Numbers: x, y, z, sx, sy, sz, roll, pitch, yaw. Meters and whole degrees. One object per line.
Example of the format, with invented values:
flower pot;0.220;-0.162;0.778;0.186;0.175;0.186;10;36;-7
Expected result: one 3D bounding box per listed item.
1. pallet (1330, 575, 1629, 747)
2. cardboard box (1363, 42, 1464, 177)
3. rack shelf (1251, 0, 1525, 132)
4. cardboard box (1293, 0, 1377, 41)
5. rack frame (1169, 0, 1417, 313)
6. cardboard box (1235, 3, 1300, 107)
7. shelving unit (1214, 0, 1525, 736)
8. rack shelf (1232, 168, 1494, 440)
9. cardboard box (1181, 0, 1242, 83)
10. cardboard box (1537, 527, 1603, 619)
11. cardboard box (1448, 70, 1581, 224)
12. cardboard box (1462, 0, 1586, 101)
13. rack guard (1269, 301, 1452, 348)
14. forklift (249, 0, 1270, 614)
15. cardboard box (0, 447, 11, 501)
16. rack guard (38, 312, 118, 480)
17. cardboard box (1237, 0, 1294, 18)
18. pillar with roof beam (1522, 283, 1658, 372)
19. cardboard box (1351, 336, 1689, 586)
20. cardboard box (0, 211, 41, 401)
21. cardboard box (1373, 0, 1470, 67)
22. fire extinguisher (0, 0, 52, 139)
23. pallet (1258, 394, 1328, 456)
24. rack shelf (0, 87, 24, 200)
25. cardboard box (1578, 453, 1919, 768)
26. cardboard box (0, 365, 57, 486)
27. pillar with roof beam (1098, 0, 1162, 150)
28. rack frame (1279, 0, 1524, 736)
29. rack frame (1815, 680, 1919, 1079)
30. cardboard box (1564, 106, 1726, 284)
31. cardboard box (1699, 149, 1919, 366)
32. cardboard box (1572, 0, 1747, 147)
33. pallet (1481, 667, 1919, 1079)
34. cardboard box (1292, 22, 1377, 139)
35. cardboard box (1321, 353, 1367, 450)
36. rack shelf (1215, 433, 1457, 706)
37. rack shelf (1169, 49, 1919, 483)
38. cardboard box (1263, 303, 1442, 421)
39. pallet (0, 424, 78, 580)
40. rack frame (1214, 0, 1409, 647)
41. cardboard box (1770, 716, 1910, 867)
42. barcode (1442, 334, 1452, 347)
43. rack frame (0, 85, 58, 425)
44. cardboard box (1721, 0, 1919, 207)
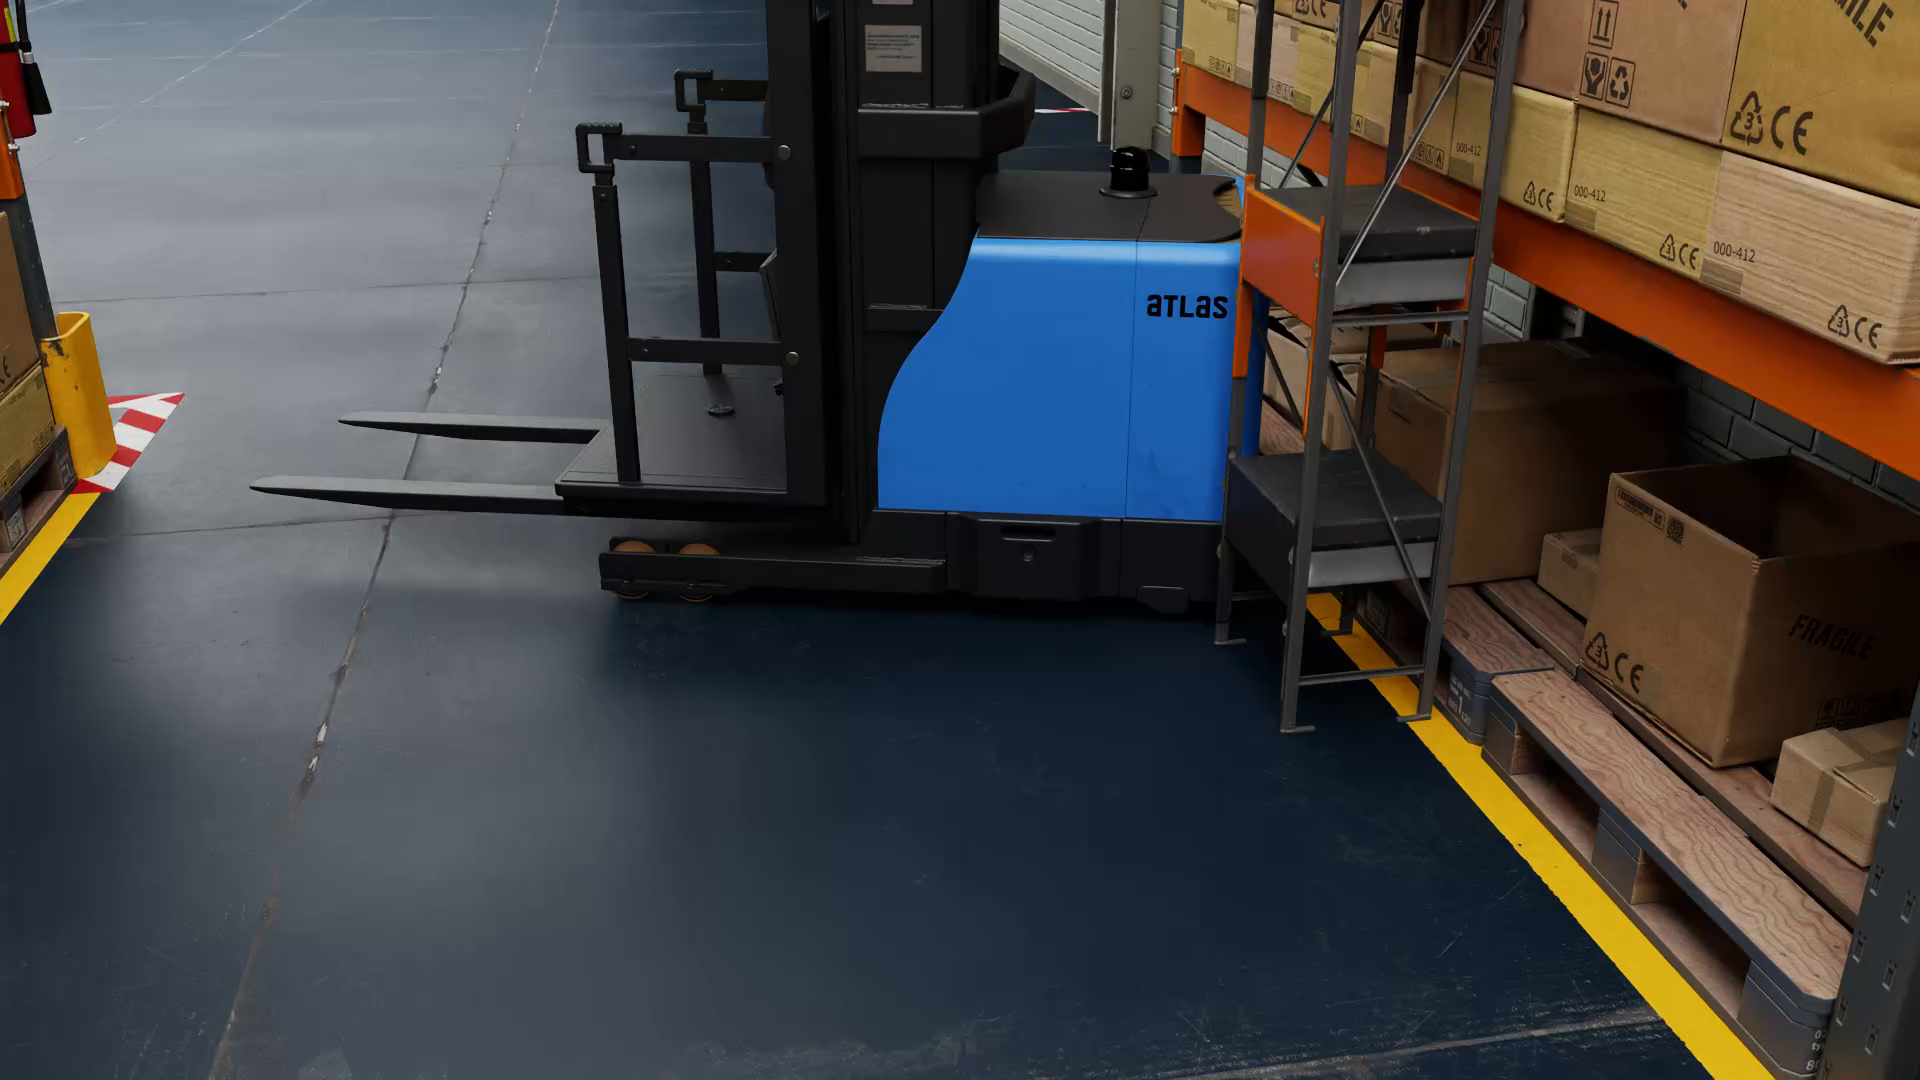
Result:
pallet;1.636;0.140;4.666;1.003;0.211;1.213;-4;24;-10
cardboard box;1.352;-1.091;4.163;0.500;0.250;0.500;-4;24;-9
rack shelf;0.945;-1.219;3.702;0.431;0.518;0.480;-5;24;-10
cardboard box;1.248;-1.644;4.492;0.500;0.500;0.500;-5;24;-11
rack frame;1.284;-1.969;6.011;1.000;3.000;0.127;-4;24;-10
cardboard box;1.173;-1.491;5.078;0.500;0.250;0.500;-5;24;-11
shelving unit;0.946;-0.590;3.977;0.431;2.100;0.503;-5;24;-10
rack shelf;0.946;-0.577;3.983;0.431;0.518;0.480;-5;24;-10
cardboard box;1.063;-1.694;5.543;0.500;0.250;0.500;-5;24;-11
cardboard box;1.748;0.079;4.335;0.380;0.149;0.250;-6;24;-14
cardboard box;1.446;-0.893;3.710;0.500;0.250;0.500;-4;24;-10
cardboard box;1.452;-1.238;3.561;0.500;0.500;0.500;-5;24;-11
rack guard;1.298;-0.794;6.442;1.175;0.500;0.348;-4;24;-10
forklift;-0.627;-1.370;4.724;3.031;2.935;1.130;2;24;5
cardboard box;-3.089;-0.148;4.753;0.500;0.250;0.500;-4;24;-10
rack guard;-3.588;-0.465;5.690;1.175;0.500;0.348;-4;24;-10
cardboard box;1.159;-1.848;4.959;0.500;0.500;0.500;-4;24;-10
pillar with roof beam;-1.967;-4.188;3.597;9.100;9.000;0.400;-4;24;-10
cardboard box;1.516;-0.230;4.602;0.700;0.500;0.500;-6;24;-13
cardboard box;-3.192;-0.688;5.051;0.500;0.500;0.500;-4;24;-10
cardboard box;1.355;-1.442;4.030;0.500;0.500;0.500;-4;24;-8
fire extinguisher;-3.149;-1.646;5.368;0.296;0.674;0.183;-4;24;-10
pallet;1.414;-0.339;5.763;1.003;0.211;1.213;-4;24;-10
rack shelf;-3.213;-0.485;3.511;1.077;0.370;4.000;-4;24;-10
cardboard box;1.793;0.143;3.748;0.500;0.500;0.500;-6;24;-14
cardboard box;-3.194;-0.344;5.201;0.500;0.250;0.500;-4;24;-10
pillar with roof beam;-3.076;-6.548;9.000;9.100;9.000;0.400;-4;24;-10
rack frame;0.994;-0.494;3.758;0.400;2.100;0.015;-5;24;-10
rack frame;2.021;-0.395;2.408;0.949;2.616;0.053;-4;24;-10
cardboard box;1.555;-0.697;3.260;0.500;0.250;0.500;-4;24;-10
cardboard box;1.639;-0.500;2.809;0.500;0.250;0.500;-4;24;-10
cardboard box;1.535;-1.039;3.106;0.500;0.500;0.500;-4;24;-10
pallet;1.865;0.621;3.565;1.003;0.211;1.213;-4;24;-10
cardboard box;1.261;-1.290;4.618;0.500;0.250;0.500;-5;24;-11
cardboard box;1.429;-0.435;5.309;0.500;0.311;0.500;-2;24;-5
rack shelf;0.946;0.064;4.263;0.431;0.518;0.480;-5;24;-10
rack shelf;1.654;-0.853;4.353;1.077;0.370;4.000;-4;24;-10
cardboard box;1.324;-0.660;5.822;0.500;0.311;0.500;-7;25;-16
pallet;-3.401;-0.025;5.044;1.003;0.211;1.213;-4;24;-10
rack frame;0.898;-0.686;4.196;0.400;2.100;0.015;-5;24;-10
cardboard box;1.896;0.493;3.364;0.380;0.166;0.250;-8;25;-17
barcode;1.720;-0.686;5.872;0.001;0.075;0.075;-4;24;-10
rack frame;-3.583;-1.601;5.168;1.000;3.000;0.127;-4;24;-10
cardboard box;1.633;-0.843;2.657;0.500;0.500;0.500;-4;24;-10
